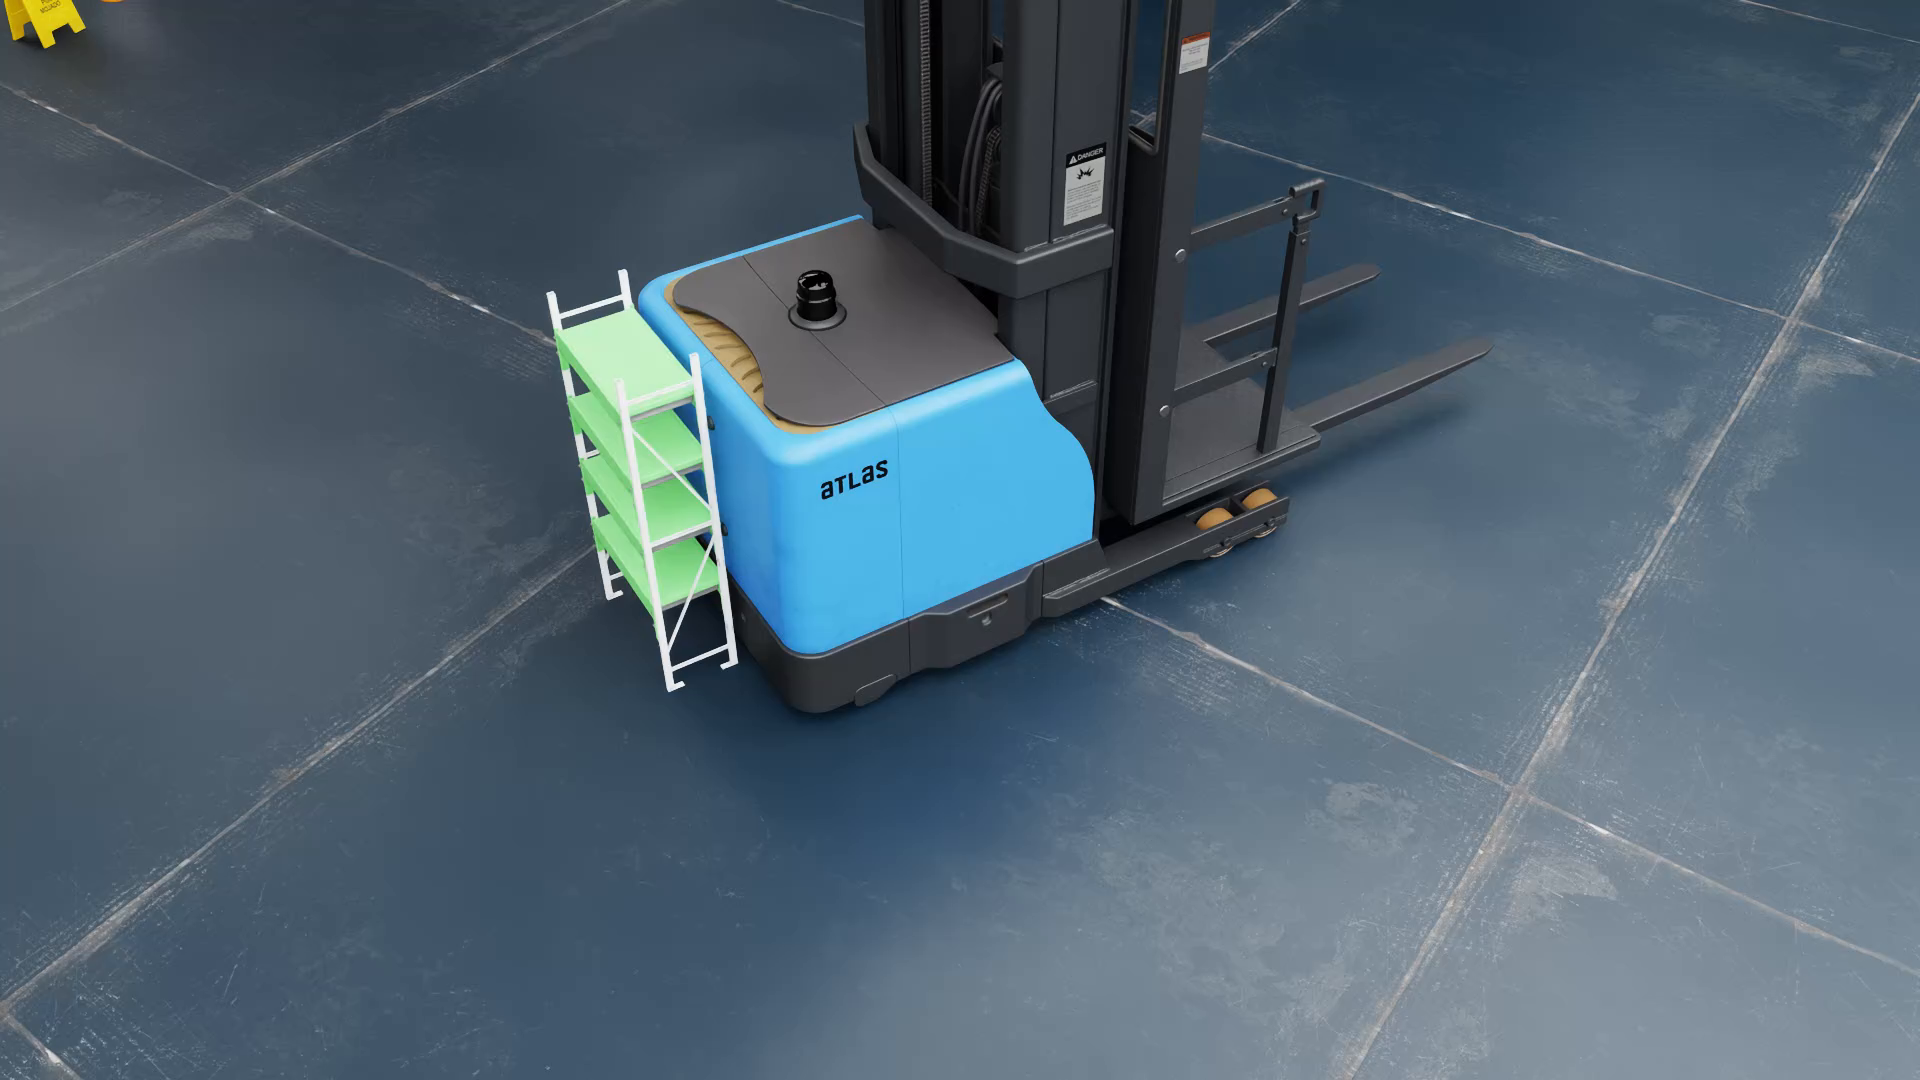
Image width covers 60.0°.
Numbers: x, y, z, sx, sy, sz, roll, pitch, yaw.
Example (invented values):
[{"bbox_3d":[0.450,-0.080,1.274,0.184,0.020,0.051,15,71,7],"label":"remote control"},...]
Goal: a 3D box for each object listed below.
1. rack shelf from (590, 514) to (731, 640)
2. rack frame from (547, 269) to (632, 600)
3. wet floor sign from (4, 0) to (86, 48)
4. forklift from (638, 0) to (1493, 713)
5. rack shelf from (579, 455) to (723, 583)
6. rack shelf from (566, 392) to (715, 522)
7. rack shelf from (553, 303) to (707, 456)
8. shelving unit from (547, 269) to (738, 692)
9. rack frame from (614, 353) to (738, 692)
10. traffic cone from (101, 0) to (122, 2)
[{"bbox_3d":[-0.943,0.072,5.226,0.258,0.148,0.480,-22,46,-23],"label":"rack shelf"},{"bbox_3d":[-1.072,-0.293,5.178,0.240,1.200,0.015,-22,46,-23],"label":"rack frame"},{"bbox_3d":[-4.768,-2.889,8.495,0.232,0.644,0.267,17,45,18],"label":"wet floor sign"},{"bbox_3d":[0.537,-1.313,5.019,3.031,2.935,1.130,-22,46,-23],"label":"forklift"},{"bbox_3d":[-0.943,-0.107,5.066,0.258,0.148,0.480,-22,46,-23],"label":"rack shelf"},{"bbox_3d":[-0.943,-0.286,4.906,0.258,0.148,0.480,-22,46,-23],"label":"rack shelf"},{"bbox_3d":[-0.943,-0.465,4.746,0.258,0.148,0.480,-22,46,-23],"label":"rack shelf"},{"bbox_3d":[-0.943,-0.155,5.023,0.258,1.200,0.503,-22,46,-23],"label":"shelving unit"},{"bbox_3d":[-0.815,-0.016,4.868,0.240,1.200,0.015,-22,46,-23],"label":"rack frame"},{"bbox_3d":[-4.621,-3.216,8.997,0.334,0.463,0.336,25,48,25],"label":"traffic cone"}]
